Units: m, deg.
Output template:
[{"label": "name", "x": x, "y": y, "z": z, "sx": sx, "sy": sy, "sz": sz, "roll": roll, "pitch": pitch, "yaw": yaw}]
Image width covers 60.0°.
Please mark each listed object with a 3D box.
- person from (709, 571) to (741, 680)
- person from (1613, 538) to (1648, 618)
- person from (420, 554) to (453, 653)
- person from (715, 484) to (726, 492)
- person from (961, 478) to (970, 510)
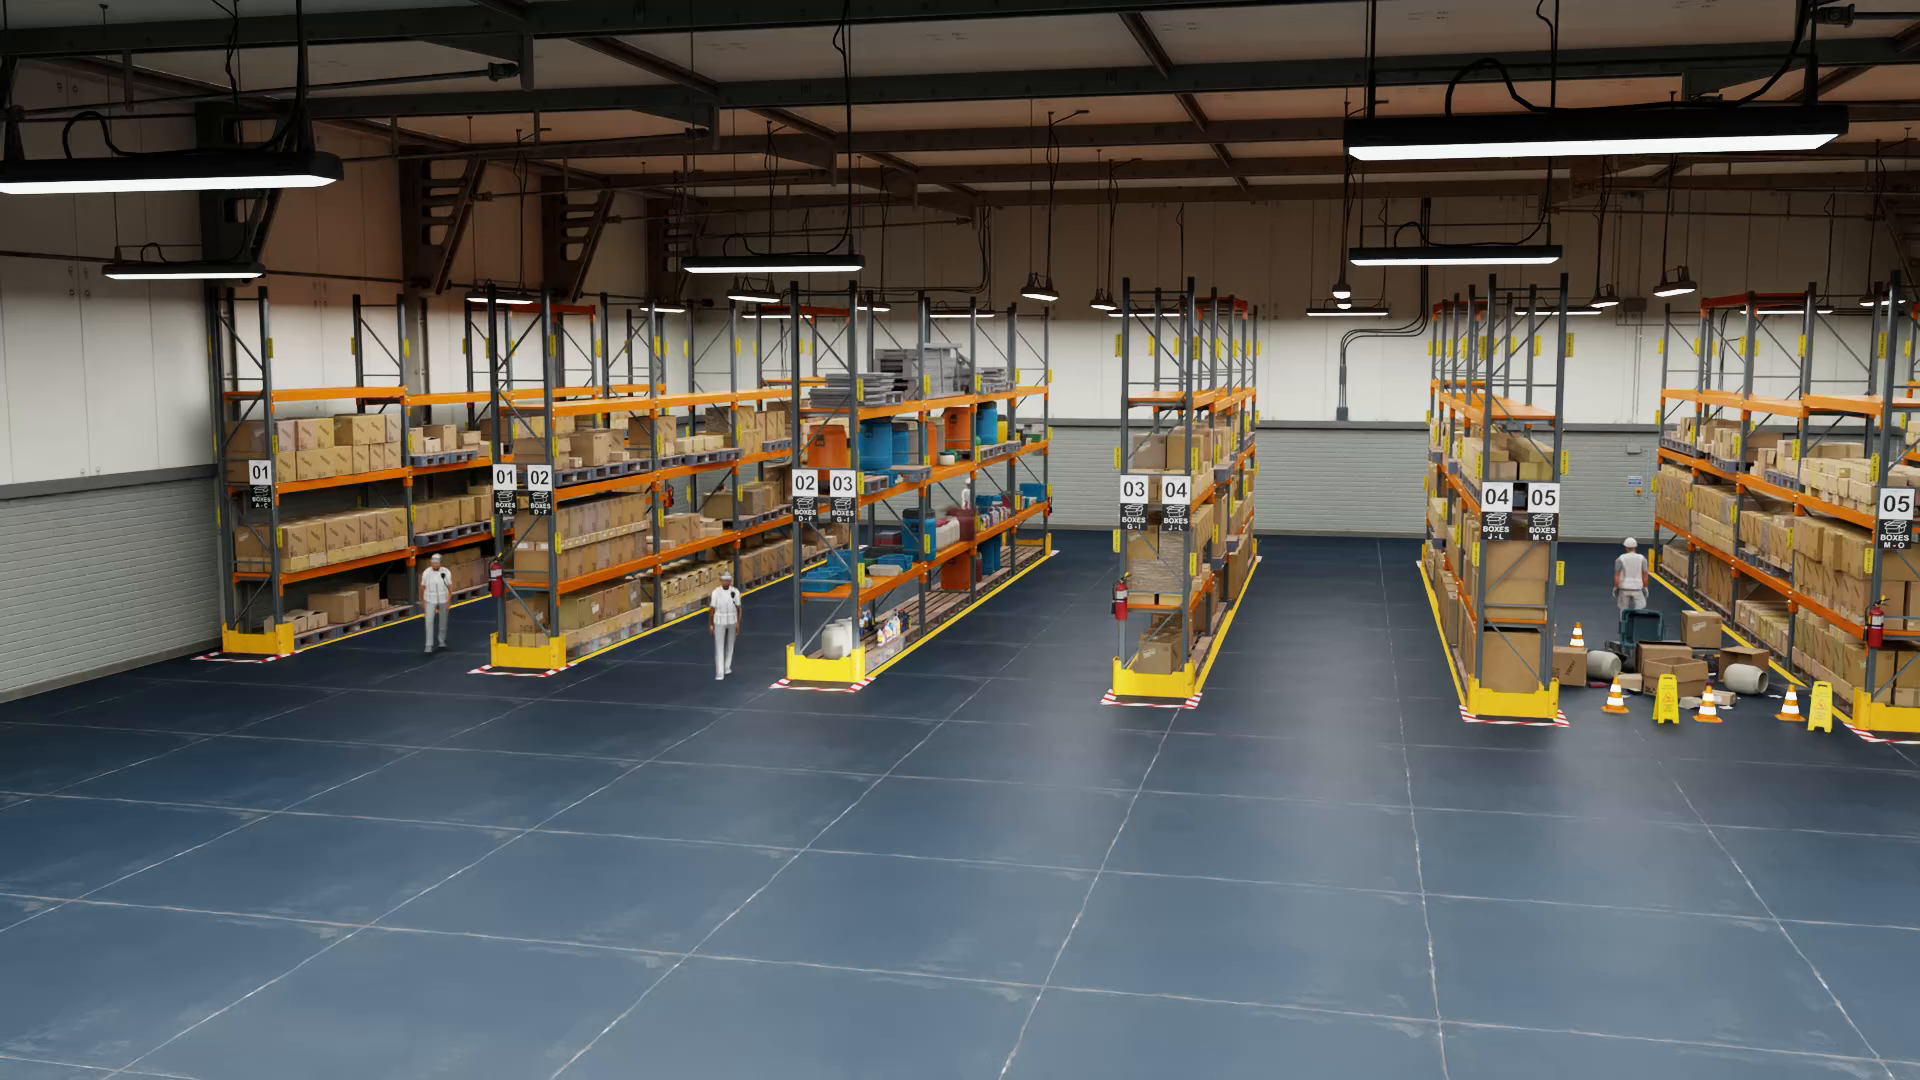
[{"label": "person", "x": -3.564, "y": 1.282, "z": 25.229, "sx": 0.510, "sy": 1.613, "sz": 0.965, "roll": -2, "pitch": 7, "yaw": -21}, {"label": "person", "x": 11.484, "y": 0.856, "z": 28.475, "sx": 0.574, "sy": 1.788, "sz": 0.526, "roll": 2, "pitch": 7, "yaw": 17}, {"label": "person", "x": -8.664, "y": 1.023, "z": 27.515, "sx": 0.524, "sy": 1.607, "sz": 0.992, "roll": -3, "pitch": 7, "yaw": -23}, {"label": "person", "x": -6.026, "y": -0.577, "z": 41.407, "sx": 0.863, "sy": 1.622, "sz": 0.527, "roll": -4, "pitch": 8, "yaw": -30}, {"label": "person", "x": 0.236, "y": -0.639, "z": 41.492, "sx": 0.529, "sy": 1.819, "sz": 0.625, "roll": -1, "pitch": 7, "yaw": -7}]
